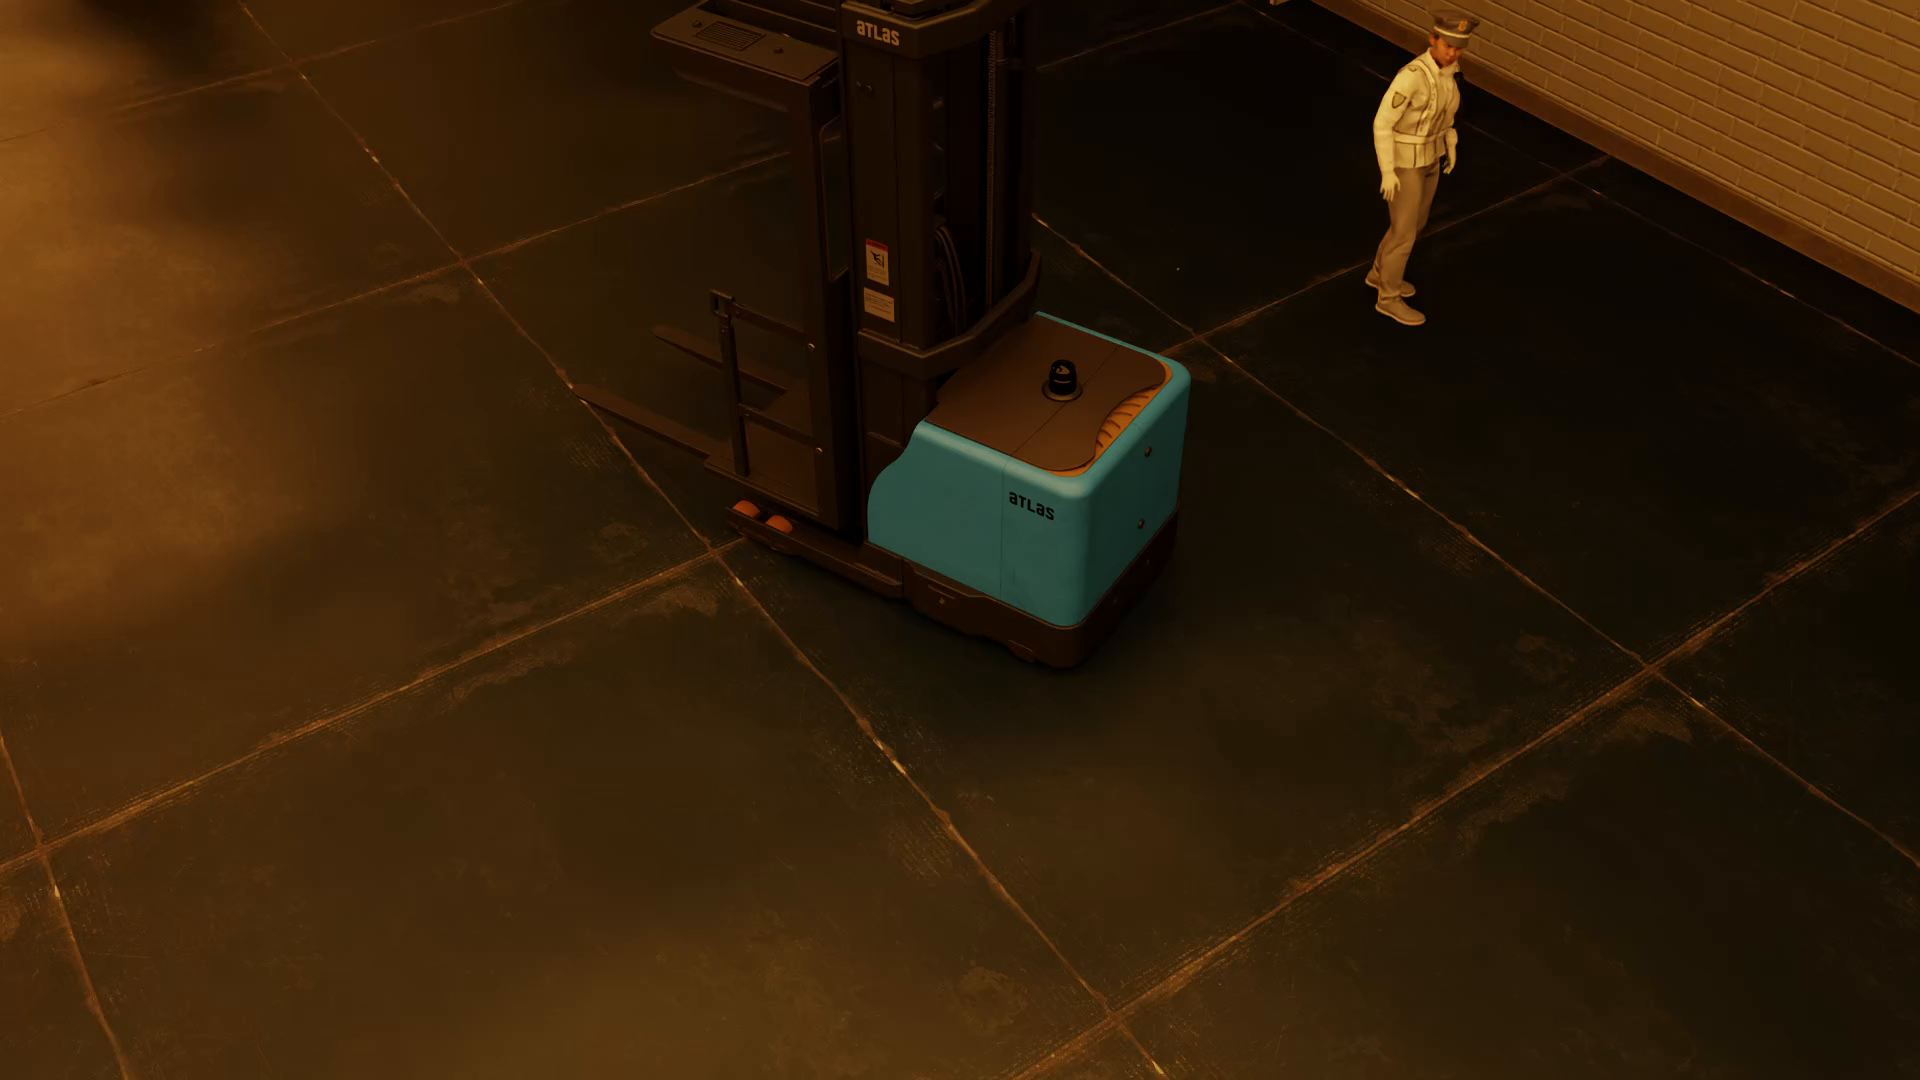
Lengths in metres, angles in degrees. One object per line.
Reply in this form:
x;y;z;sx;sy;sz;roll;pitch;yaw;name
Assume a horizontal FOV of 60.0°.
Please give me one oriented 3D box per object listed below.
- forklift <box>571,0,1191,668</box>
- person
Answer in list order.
-0.511;-1.302;7.129;3.031;2.935;1.130;24;48;24;forklift
2.465;-1.971;8.787;0.475;1.671;0.668;30;50;28;person
